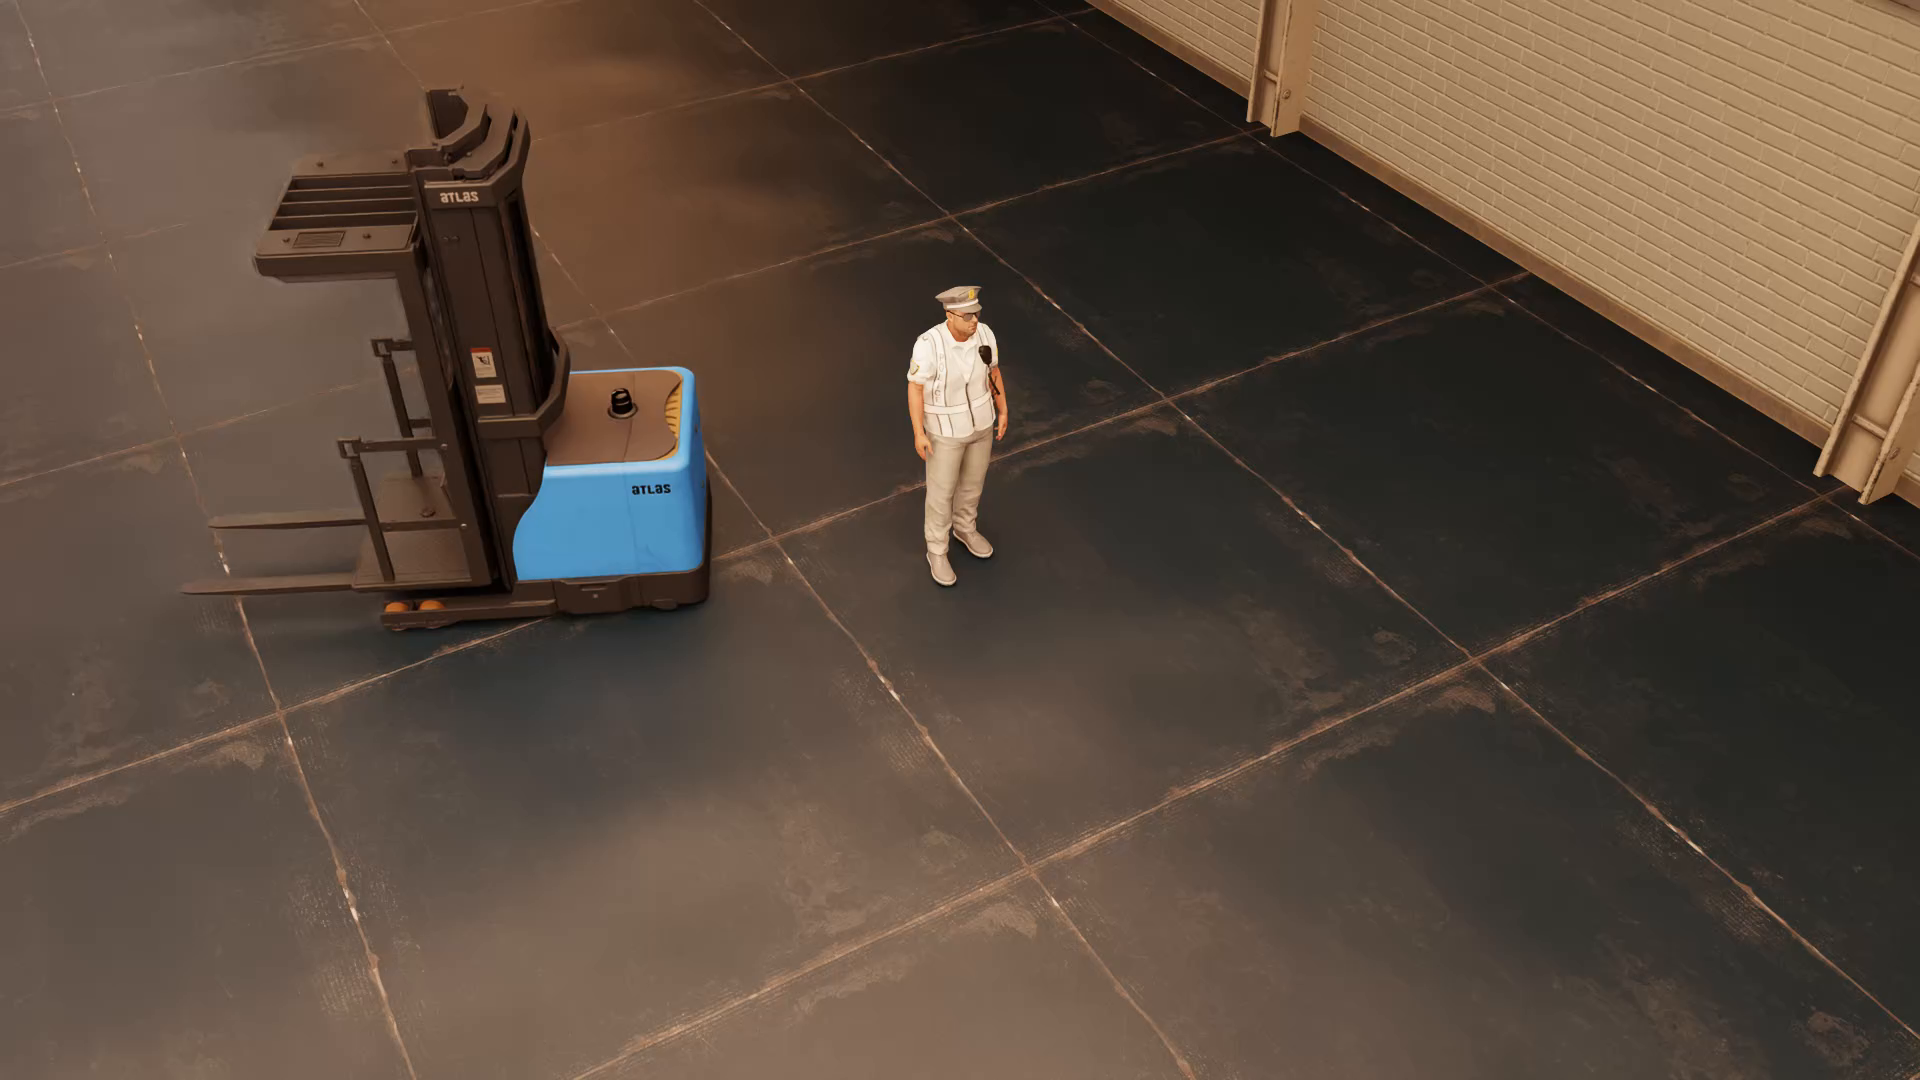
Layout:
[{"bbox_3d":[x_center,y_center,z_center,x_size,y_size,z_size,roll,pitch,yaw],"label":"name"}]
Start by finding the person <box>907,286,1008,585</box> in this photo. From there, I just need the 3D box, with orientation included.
[{"bbox_3d":[0.029,-0.645,9.702,0.641,1.780,0.574,-20,44,-23],"label":"person"}]

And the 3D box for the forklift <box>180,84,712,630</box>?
[{"bbox_3d":[-3.037,-0.954,9.187,3.031,2.935,1.130,-3,40,-4],"label":"forklift"}]
